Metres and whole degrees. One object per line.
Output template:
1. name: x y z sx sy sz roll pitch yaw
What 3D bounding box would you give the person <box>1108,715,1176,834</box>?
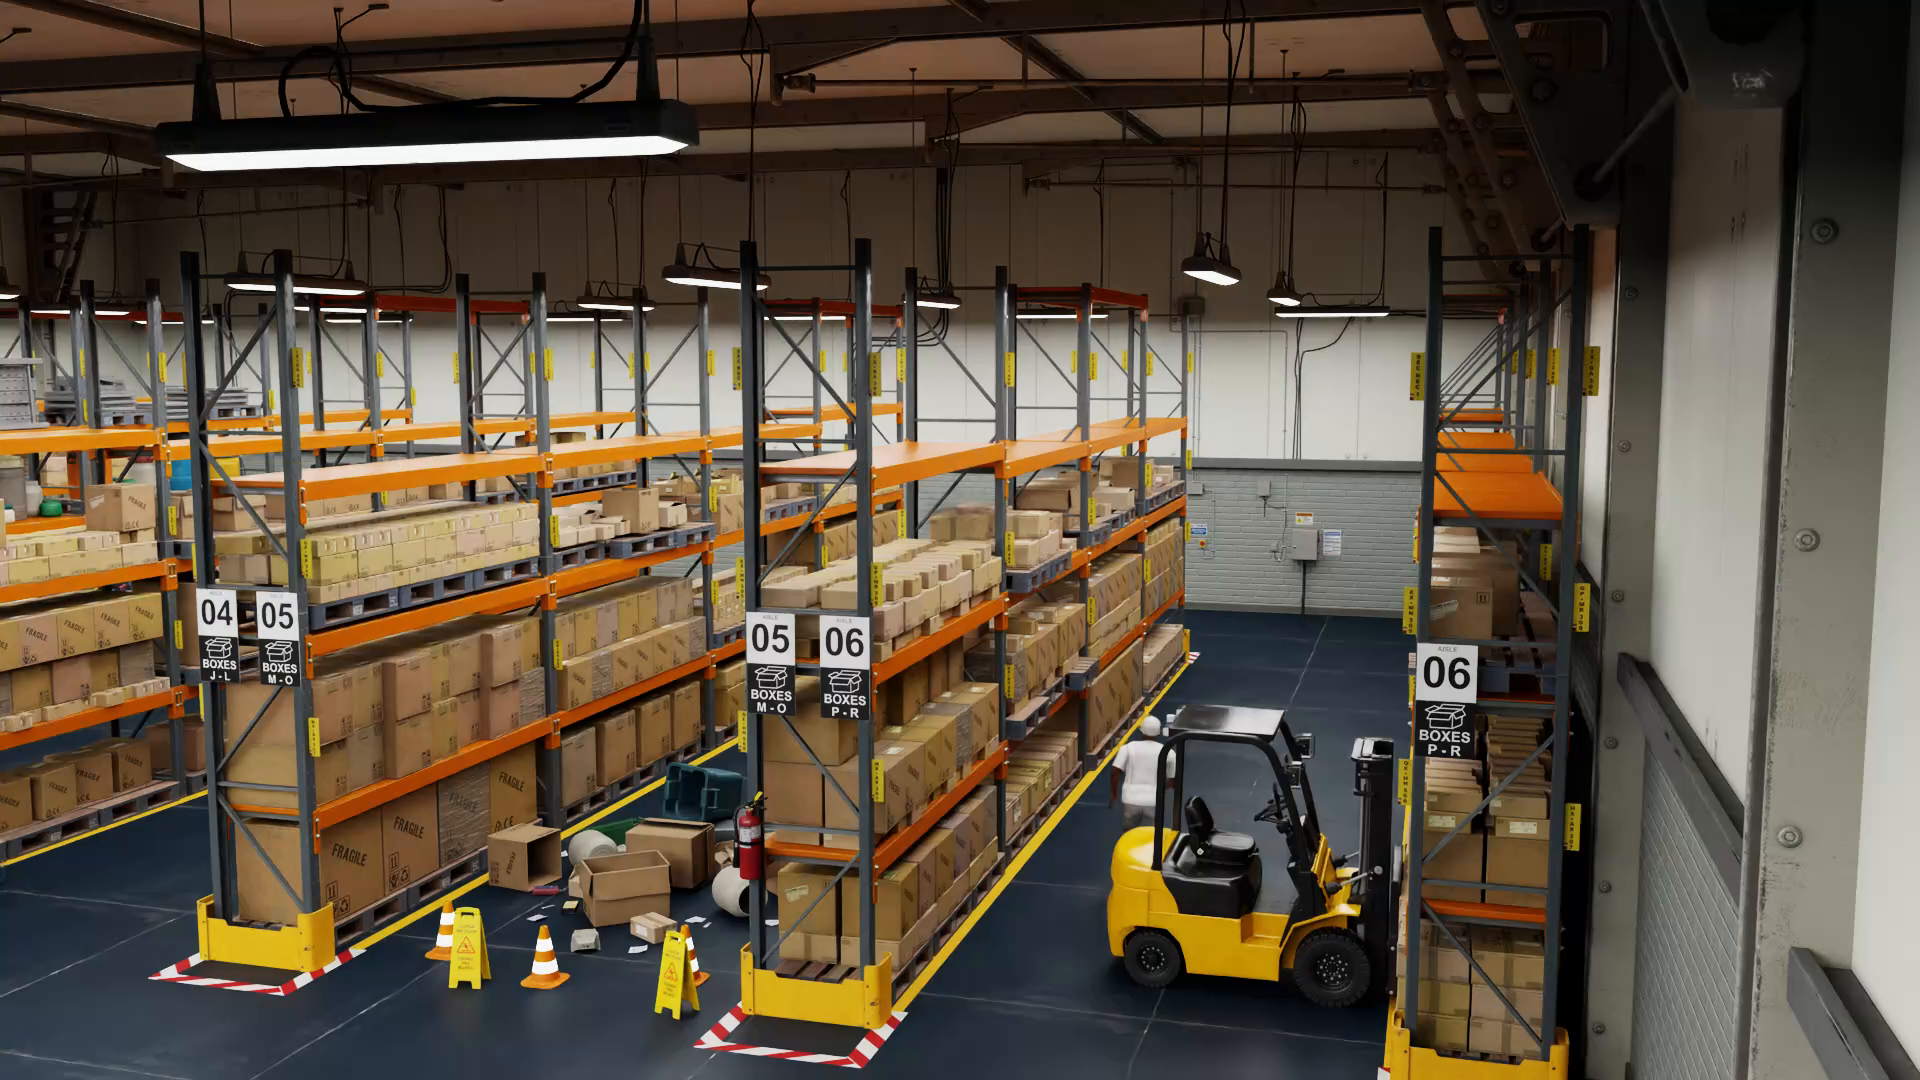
1. person: 1.787 2.541 16.163 0.685 1.668 0.776 2 7 17
